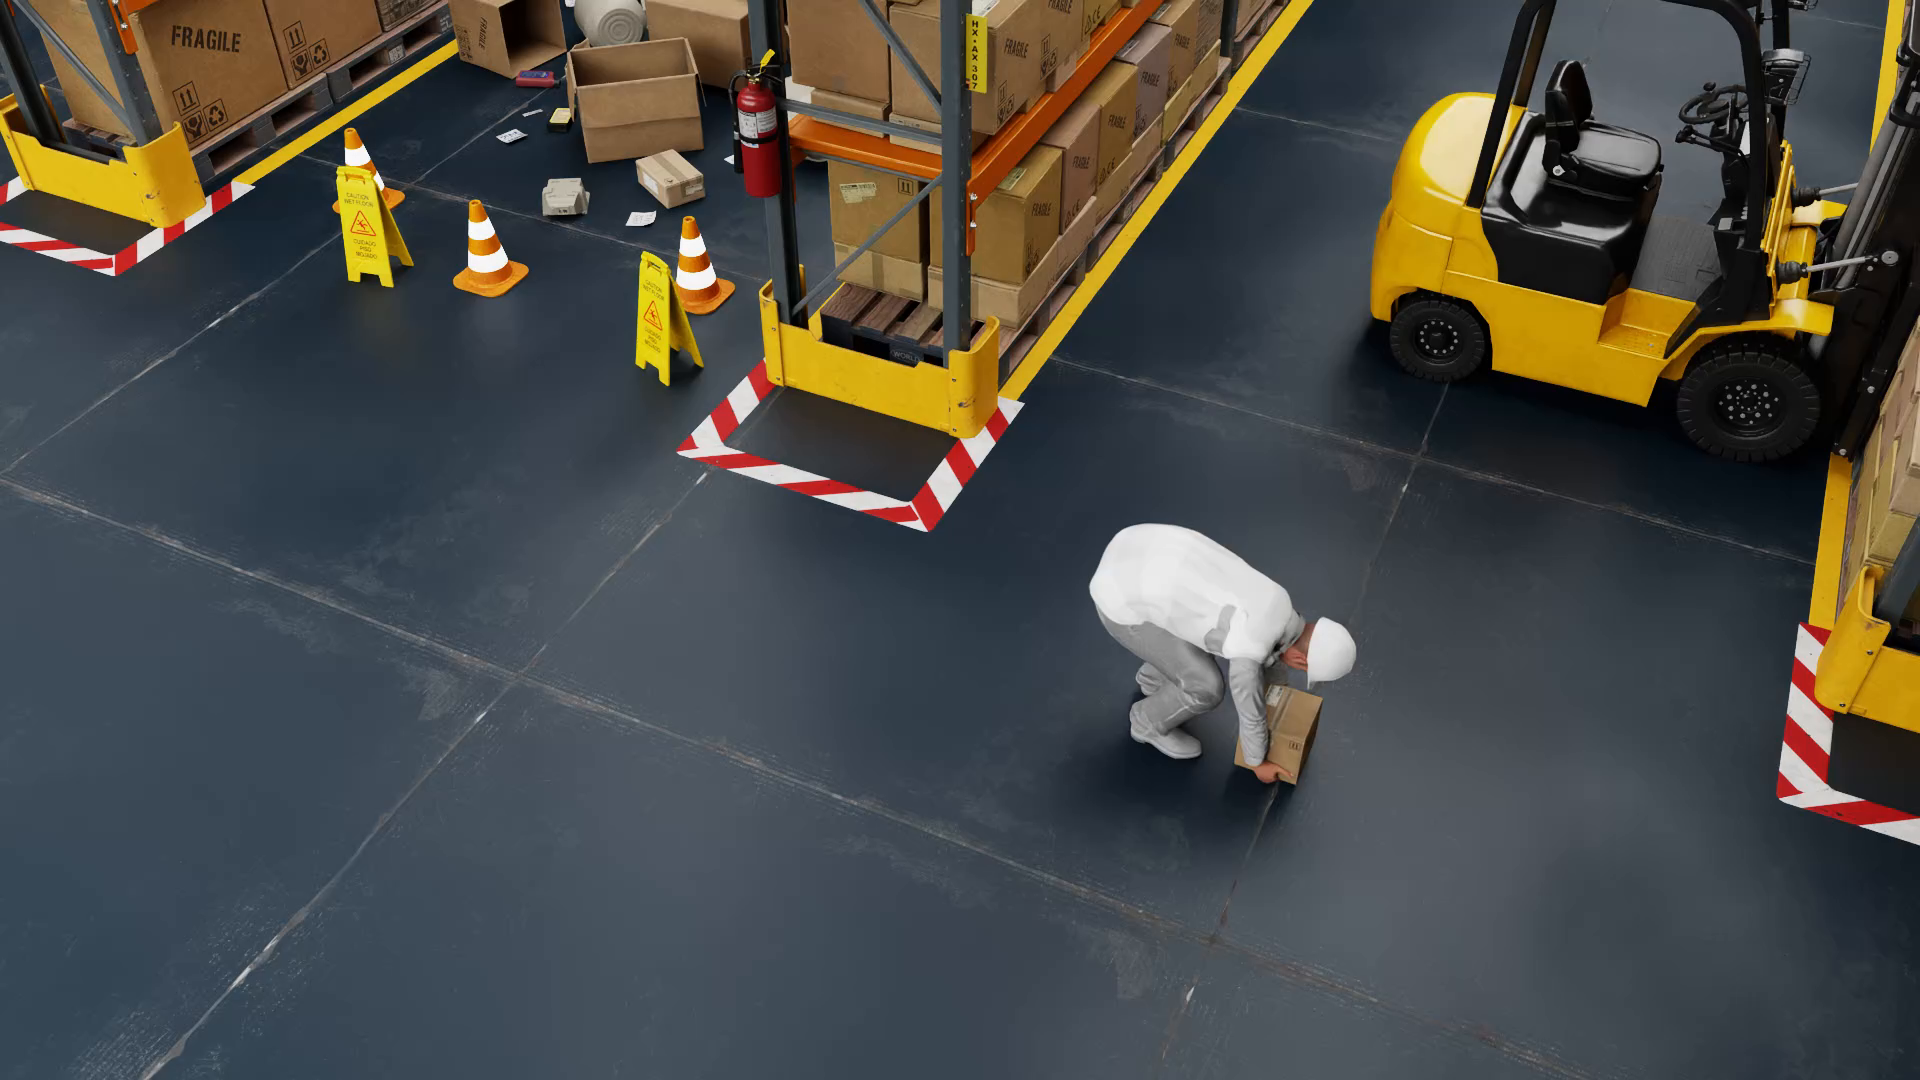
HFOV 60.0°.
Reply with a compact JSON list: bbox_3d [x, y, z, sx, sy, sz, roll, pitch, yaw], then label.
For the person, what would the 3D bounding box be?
[{"bbox_3d":[0.986,0.409,6.310,0.998,0.934,0.510,15,44,17],"label":"person"}]
